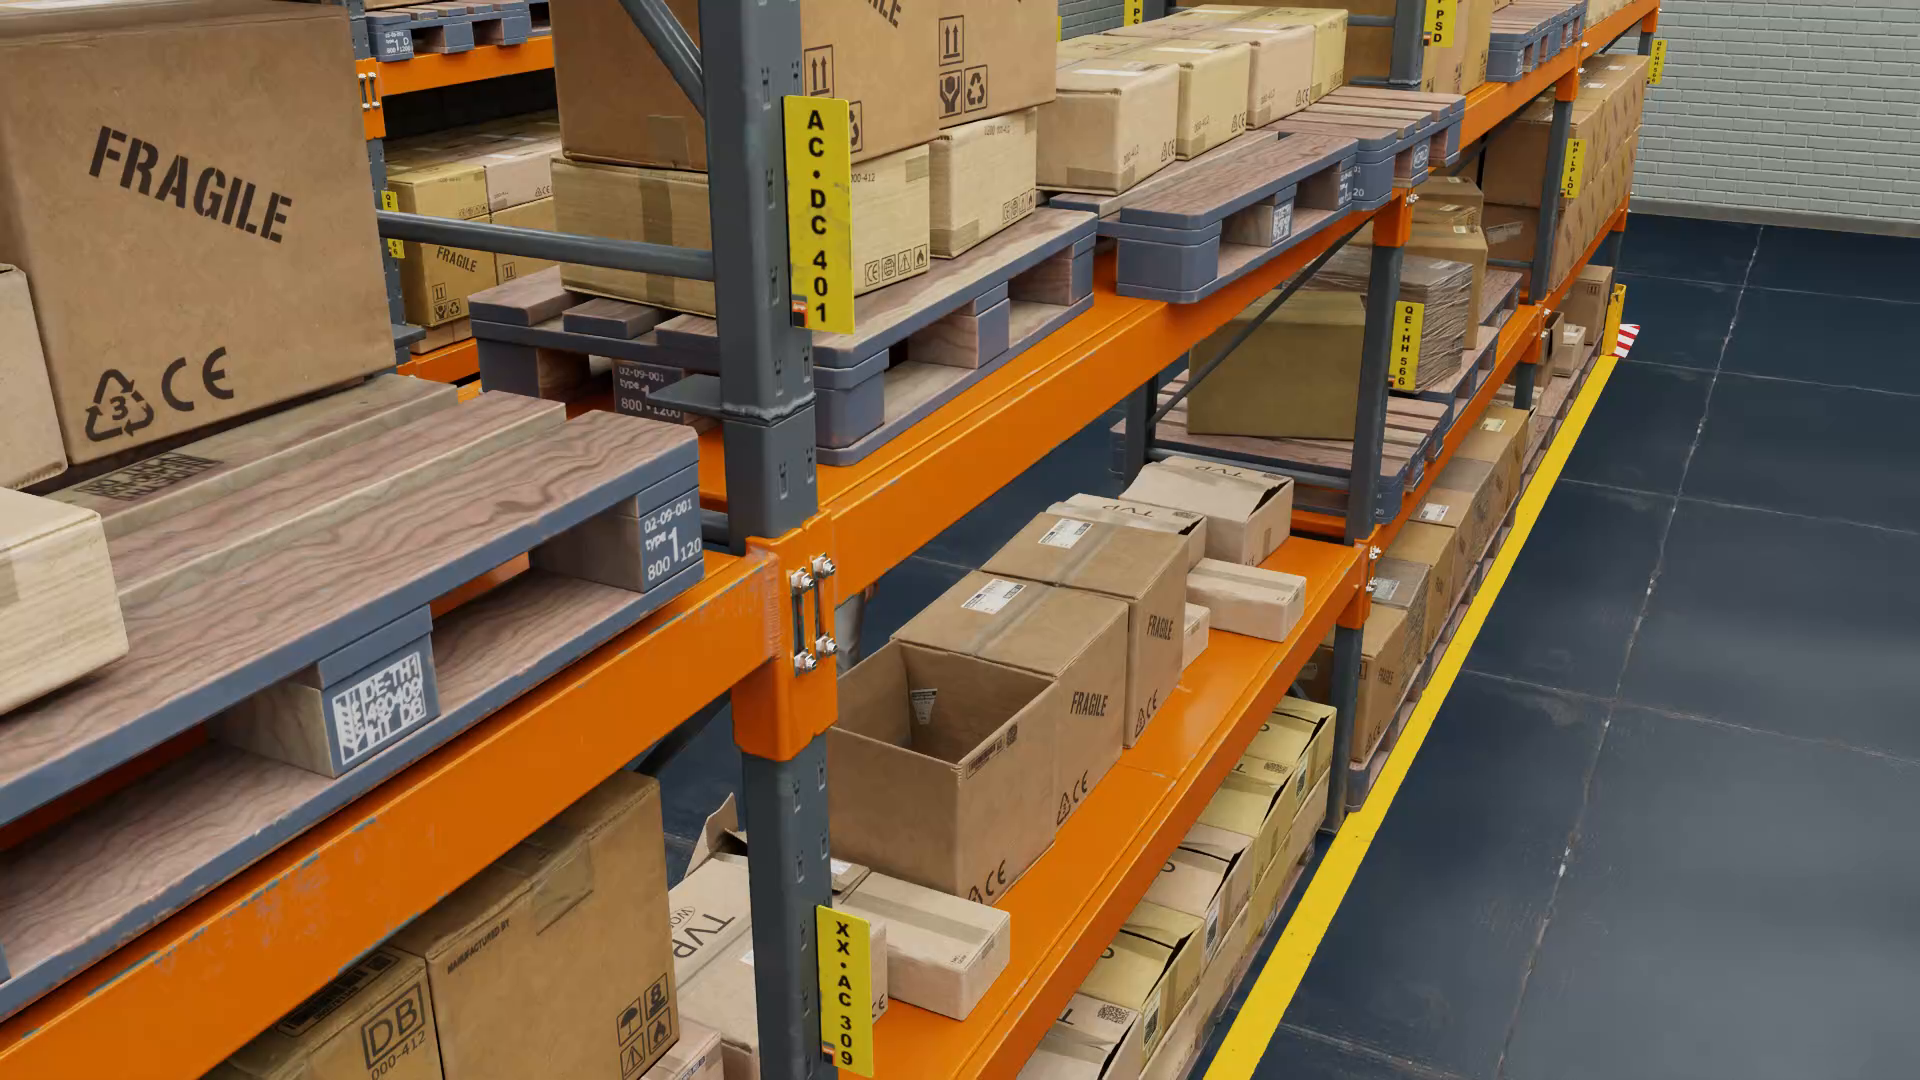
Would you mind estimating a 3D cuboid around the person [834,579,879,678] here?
[{"bbox_3d":[-0.588,0.130,7.290,0.504,1.671,0.414,10,25,22],"label":"person"}]
